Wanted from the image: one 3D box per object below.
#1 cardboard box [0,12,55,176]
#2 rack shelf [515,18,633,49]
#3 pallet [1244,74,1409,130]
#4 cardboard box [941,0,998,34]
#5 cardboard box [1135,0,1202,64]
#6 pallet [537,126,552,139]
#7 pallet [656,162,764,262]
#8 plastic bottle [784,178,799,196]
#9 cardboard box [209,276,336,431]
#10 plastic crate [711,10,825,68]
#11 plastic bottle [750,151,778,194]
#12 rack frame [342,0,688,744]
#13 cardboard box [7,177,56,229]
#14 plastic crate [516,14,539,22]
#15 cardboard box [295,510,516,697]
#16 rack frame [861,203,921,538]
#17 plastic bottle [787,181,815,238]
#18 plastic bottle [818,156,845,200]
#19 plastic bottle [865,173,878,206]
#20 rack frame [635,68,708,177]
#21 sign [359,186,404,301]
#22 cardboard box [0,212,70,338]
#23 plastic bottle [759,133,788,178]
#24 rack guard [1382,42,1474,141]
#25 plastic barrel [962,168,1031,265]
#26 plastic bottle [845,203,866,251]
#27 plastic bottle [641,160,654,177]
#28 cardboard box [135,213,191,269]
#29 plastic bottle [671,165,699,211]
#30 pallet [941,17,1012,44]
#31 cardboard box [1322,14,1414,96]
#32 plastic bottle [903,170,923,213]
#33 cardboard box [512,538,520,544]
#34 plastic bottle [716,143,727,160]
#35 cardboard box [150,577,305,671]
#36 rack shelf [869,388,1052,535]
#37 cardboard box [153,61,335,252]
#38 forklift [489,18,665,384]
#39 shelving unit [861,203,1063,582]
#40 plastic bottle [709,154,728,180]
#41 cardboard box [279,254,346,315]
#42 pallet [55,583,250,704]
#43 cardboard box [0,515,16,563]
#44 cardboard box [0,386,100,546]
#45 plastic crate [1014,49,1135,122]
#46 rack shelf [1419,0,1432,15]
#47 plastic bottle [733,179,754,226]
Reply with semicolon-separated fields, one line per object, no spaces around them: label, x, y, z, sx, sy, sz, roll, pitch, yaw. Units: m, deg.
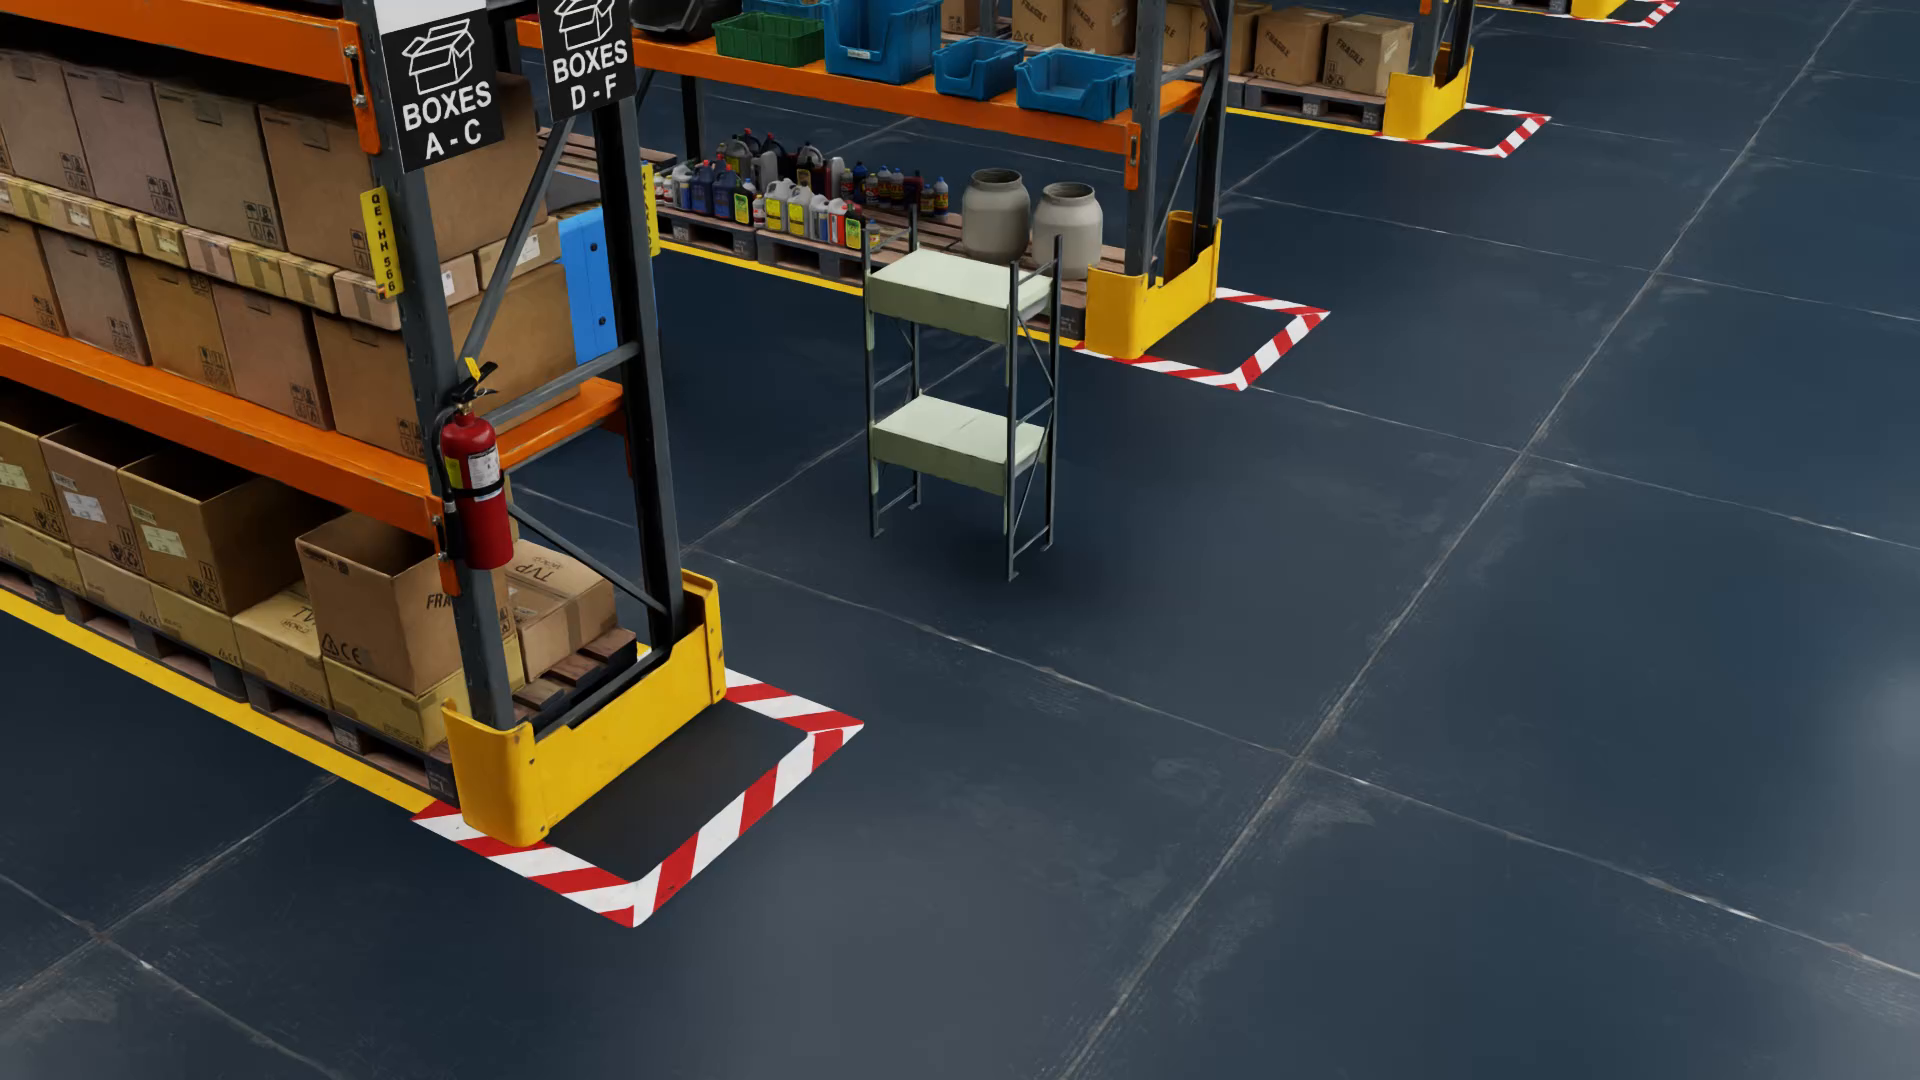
cardboard box;-3.549;-1.786;6.447;0.500;0.500;0.700;18;35;27
rack shelf;-3.838;-3.906;12.182;4.000;0.370;1.077;18;35;27
pallet;3.144;-3.772;14.006;1.213;0.211;1.003;18;35;27
cardboard box;-0.019;-5.079;15.523;0.500;0.500;0.700;15;33;24
cardboard box;1.864;-4.489;14.532;0.500;0.500;0.500;14;33;23
pallet;-3.867;-2.996;12.677;1.213;0.211;1.003;18;35;27
pallet;-1.597;-2.278;11.446;1.213;0.211;1.003;18;35;27
plastic bottle;-1.103;-2.206;10.822;0.135;0.276;0.152;18;35;27
cardboard box;-2.228;-0.808;6.060;0.500;0.500;0.700;19;35;29
plastic crate;-1.144;-3.105;10.306;0.662;0.188;0.450;18;35;27
plastic bottle;-1.340;-2.523;11.365;0.135;0.276;0.152;18;35;27
rack frame;-1.392;-0.496;5.623;0.127;3.000;1.000;18;35;27
cardboard box;-3.342;-1.323;6.298;0.250;0.149;0.380;17;34;27
plastic crate;-2.717;-3.707;11.065;0.583;0.464;0.402;18;35;27
cardboard box;-2.005;0.170;6.050;0.500;0.500;0.500;18;35;27
rack frame;-0.304;-0.744;7.537;0.023;1.500;0.400;18;35;27
plastic bottle;-1.003;-2.119;10.597;0.185;0.351;0.144;19;35;29
plastic bottle;-0.873;-2.462;11.259;0.135;0.276;0.152;18;35;28
plastic bottle;-0.585;-2.354;11.149;0.097;0.201;0.097;0;30;0
rack frame;-2.144;-3.681;11.082;0.127;3.000;1.000;18;35;27
sign;-1.693;-0.871;4.881;0.005;0.325;0.100;18;35;27
cardboard box;-3.528;-1.220;6.765;0.500;0.500;0.700;18;35;28
plastic bottle;-1.283;-2.626;11.466;0.185;0.351;0.144;16;34;25
rack guard;3.813;-3.664;13.534;0.348;0.500;1.175;18;35;27
plastic barrel;0.222;-1.994;10.243;0.421;0.512;0.421;0;30;0
plastic bottle;-0.653;-1.954;10.382;0.133;0.283;0.061;18;35;29
plastic bottle;-2.107;-2.420;11.192;0.097;0.271;0.097;0;30;0
cardboard box;-2.691;-1.117;5.945;0.250;0.149;0.380;19;35;29
plastic bottle;-1.819;-2.347;11.062;0.135;0.276;0.152;19;35;29
pallet;-0.171;-4.798;15.765;1.213;0.211;1.003;18;35;27
cardboard box;3.357;-3.999;13.692;0.500;0.500;0.500;25;39;36
plastic bottle;-0.308;-2.313;10.997;0.133;0.283;0.061;18;35;28
cardboard box;-2.154;0.139;6.846;0.500;0.250;0.500;18;35;27
plastic bottle;-1.671;-2.698;11.738;0.097;0.201;0.097;0;30;0
cardboard box;-2.858;0.231;6.690;0.500;0.250;0.500;18;35;27
rack shelf;0.006;-0.364;7.533;0.720;0.370;0.431;18;35;27
cardboard box;-2.274;-1.383;5.757;0.500;0.500;0.700;17;34;26
forklift;-3.133;-2.407;8.967;3.031;2.935;1.130;20;36;30
shelving unit;0.006;-0.646;7.369;0.755;1.500;0.431;18;35;27
plastic bottle;-1.604;-2.395;11.070;0.185;0.351;0.144;18;35;27
cardboard box;-2.040;-0.910;5.590;0.250;0.149;0.380;18;35;29
pallet;-3.092;0.194;7.208;1.213;0.211;1.003;18;35;27
cardboard box;-4.128;-0.172;7.379;0.500;0.250;0.500;18;35;27
cardboard box;-3.707;-0.360;6.957;0.500;0.500;0.500;18;35;27
plastic crate;0.661;-2.551;9.294;0.616;0.251;0.499;18;35;27
rack shelf;2.183;-4.948;13.969;4.000;0.370;1.077;18;35;27
plastic bottle;-1.403;-2.191;10.789;0.133;0.283;0.061;19;35;29
